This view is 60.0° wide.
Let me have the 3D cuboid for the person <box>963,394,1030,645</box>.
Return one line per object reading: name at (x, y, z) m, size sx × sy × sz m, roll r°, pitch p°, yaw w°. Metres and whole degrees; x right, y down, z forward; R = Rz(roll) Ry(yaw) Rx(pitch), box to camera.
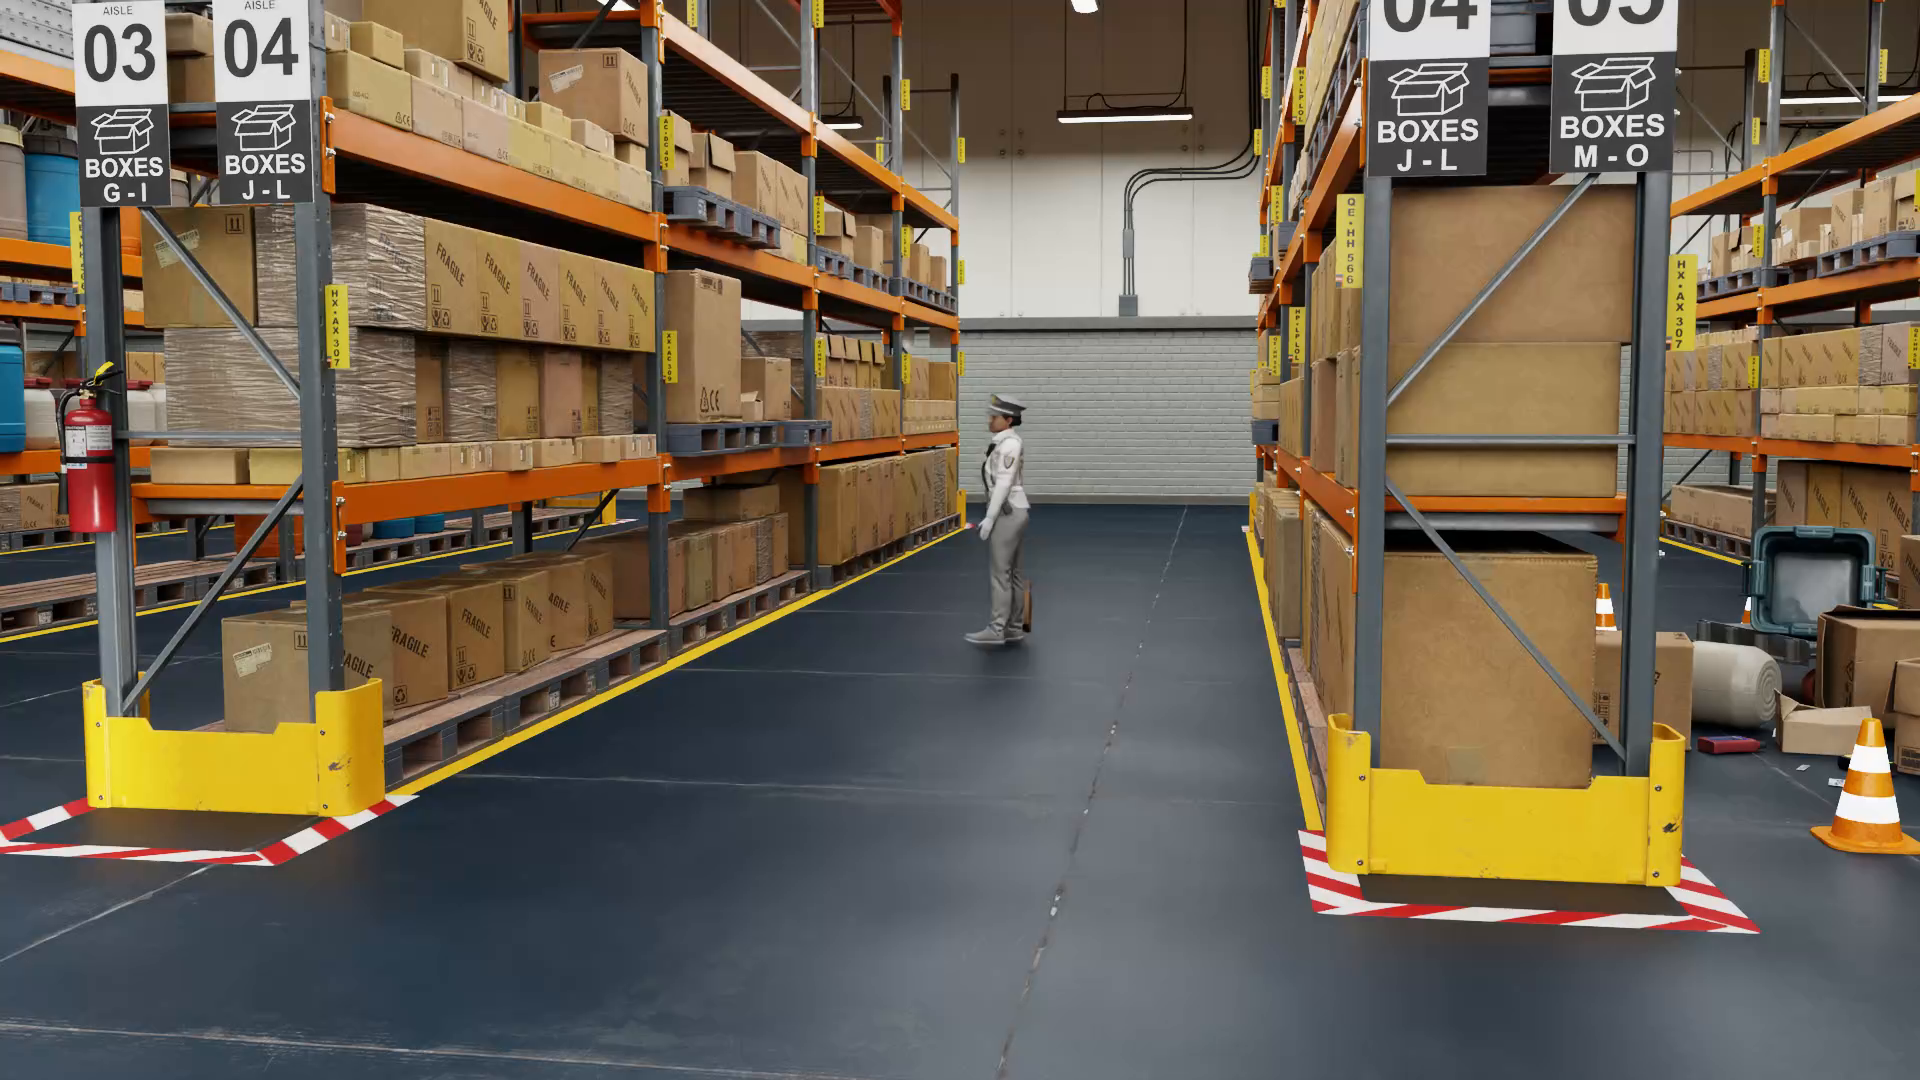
person at (0.243, -0.133, 11.168) m, size 0.451 × 1.689 × 0.516 m, roll 0°, pitch 5°, yaw -1°
